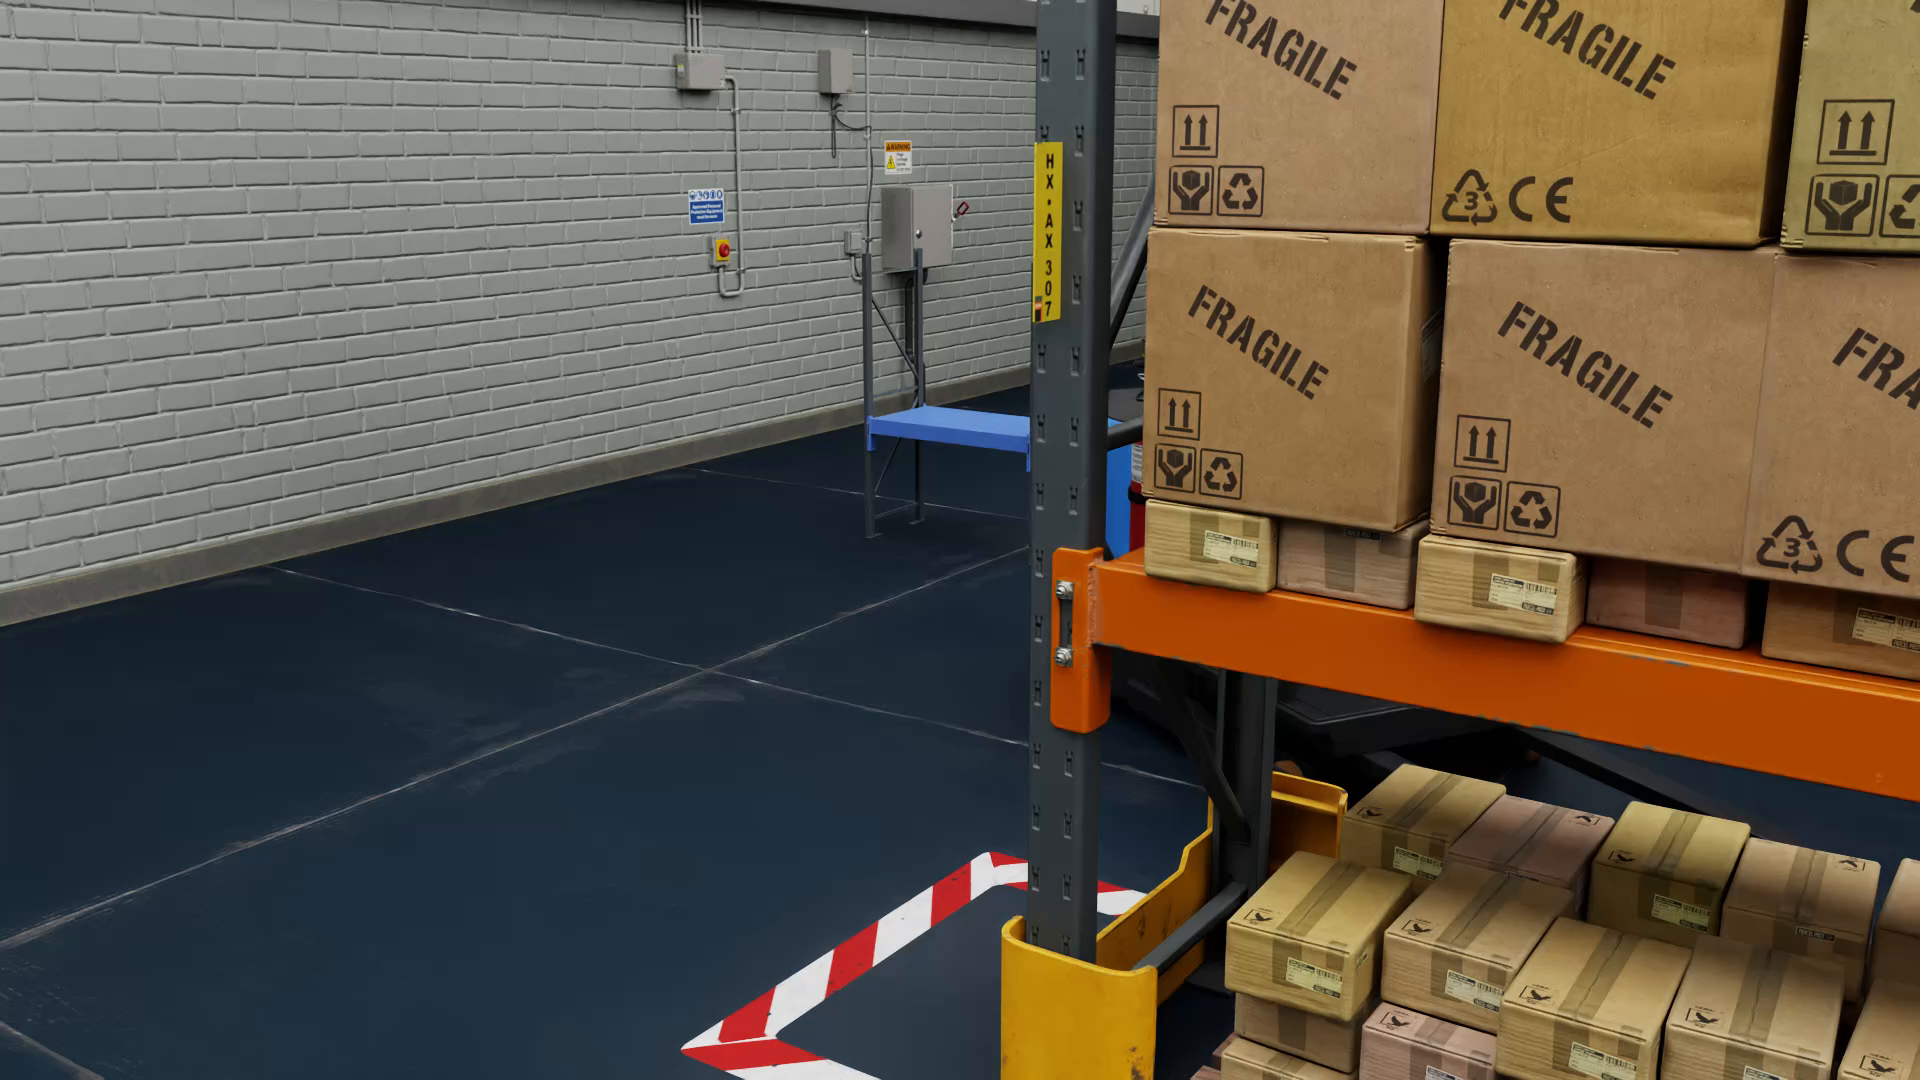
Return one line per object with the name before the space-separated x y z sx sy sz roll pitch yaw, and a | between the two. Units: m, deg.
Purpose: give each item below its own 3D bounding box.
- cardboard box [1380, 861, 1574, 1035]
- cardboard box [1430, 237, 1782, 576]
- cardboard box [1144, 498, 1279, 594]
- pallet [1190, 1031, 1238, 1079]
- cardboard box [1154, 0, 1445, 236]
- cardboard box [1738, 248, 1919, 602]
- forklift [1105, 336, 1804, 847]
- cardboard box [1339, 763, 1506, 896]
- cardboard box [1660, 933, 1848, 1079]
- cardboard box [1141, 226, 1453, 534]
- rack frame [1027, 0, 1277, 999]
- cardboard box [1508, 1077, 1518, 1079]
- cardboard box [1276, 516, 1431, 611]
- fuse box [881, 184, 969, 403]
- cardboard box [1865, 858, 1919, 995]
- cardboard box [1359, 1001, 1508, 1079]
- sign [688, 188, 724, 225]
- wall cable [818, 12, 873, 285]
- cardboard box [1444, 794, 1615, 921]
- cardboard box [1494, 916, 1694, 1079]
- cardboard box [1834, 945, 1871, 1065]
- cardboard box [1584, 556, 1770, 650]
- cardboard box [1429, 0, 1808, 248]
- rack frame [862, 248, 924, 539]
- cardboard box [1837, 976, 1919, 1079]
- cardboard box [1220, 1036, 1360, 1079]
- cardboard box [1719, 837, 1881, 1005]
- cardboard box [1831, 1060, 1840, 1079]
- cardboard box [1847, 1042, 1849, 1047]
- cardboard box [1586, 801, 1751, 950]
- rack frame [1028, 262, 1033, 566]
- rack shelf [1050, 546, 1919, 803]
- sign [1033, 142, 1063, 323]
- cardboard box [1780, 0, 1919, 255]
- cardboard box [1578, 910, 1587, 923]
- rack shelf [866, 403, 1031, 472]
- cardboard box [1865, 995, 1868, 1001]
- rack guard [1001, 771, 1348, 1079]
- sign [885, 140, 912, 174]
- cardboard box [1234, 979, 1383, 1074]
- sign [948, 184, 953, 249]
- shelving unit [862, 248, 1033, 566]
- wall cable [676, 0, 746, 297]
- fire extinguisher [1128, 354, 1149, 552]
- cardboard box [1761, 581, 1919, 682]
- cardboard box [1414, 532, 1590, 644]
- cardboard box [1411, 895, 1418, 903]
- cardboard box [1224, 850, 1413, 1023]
cardboard box | 1.008 0.785 3.229 0.250 0.149 0.380 10 17 34
cardboard box | 1.143 -0.268 2.835 0.500 0.500 0.500 9 17 33
cardboard box | 0.553 -0.026 3.209 0.250 0.149 0.380 9 17 32
pallet | 1.184 1.223 3.444 1.213 0.211 1.003 9 17 33
cardboard box | 0.691 -0.822 2.993 0.500 0.500 0.500 9 17 32
cardboard box | 1.543 -0.200 2.560 0.500 0.500 0.500 9 17 34
forklift | 1.368 -0.671 5.435 1.130 2.935 3.031 -6 15 -24
cardboard box | 1.047 0.655 3.756 0.250 0.149 0.380 9 17 33
cardboard box | 1.397 0.861 2.922 0.250 0.149 0.380 8 16 30
cardboard box | 0.685 -0.334 3.105 0.500 0.500 0.500 10 17 35
rack frame | 0.467 -0.257 3.618 0.127 3.000 1.000 9 17 33
cardboard box | 1.206 0.963 3.129 0.250 0.149 0.380 9 17 34
cardboard box | 0.787 0.000 3.104 0.250 0.149 0.380 10 17 35
fuse box | -0.253 -1.783 12.464 0.414 1.711 0.539 9 17 33
cardboard box | 1.943 0.782 3.244 0.250 0.149 0.380 10 17 35
cardboard box | 0.954 0.948 3.190 0.250 0.149 0.380 9 17 33
sign | -1.624 -2.139 10.658 0.001 0.218 0.327 9 17 33
wall cable | -0.764 -2.786 11.723 0.122 1.984 0.588 9 17 33
cardboard box | 1.224 0.700 3.574 0.250 0.149 0.380 10 17 34
cardboard box | 1.145 0.845 2.989 0.250 0.149 0.380 9 17 33
cardboard box | 1.662 0.919 3.310 0.250 0.149 0.380 9 16 32
cardboard box | 1.272 0.054 2.886 0.250 0.149 0.380 10 17 35
cardboard box | 1.113 -0.756 2.725 0.500 0.500 0.500 10 17 34
rack frame | -0.351 -0.785 8.872 0.032 1.500 0.500 9 17 33
cardboard box | 1.622 0.901 2.764 0.250 0.149 0.380 10 17 35
cardboard box | 0.723 1.057 3.369 0.250 0.149 0.380 10 17 34
cardboard box | 1.689 0.757 3.345 0.250 0.149 0.380 8 16 31
cardboard box | 1.359 1.019 2.903 0.250 0.149 0.380 10 17 35
cardboard box | 1.632 1.036 2.835 0.250 0.149 0.380 8 16 30
cardboard box | 1.510 0.709 3.536 0.250 0.149 0.380 9 16 32
rack frame | 0.493 -0.648 8.321 0.032 1.500 0.500 9 17 33
rack shelf | 2.126 0.361 2.621 4.000 0.370 1.077 9 17 33
sign | 0.164 -0.569 3.077 0.005 0.325 0.100 9 17 33
cardboard box | 1.533 -0.681 2.425 0.500 0.500 0.500 9 16 32
cardboard box | 1.251 0.838 3.634 0.250 0.149 0.380 9 16 32
rack shelf | 0.071 -0.542 8.640 1.000 0.185 0.538 9 17 33
cardboard box | 1.933 0.929 3.268 0.250 0.149 0.380 9 17 34
rack guard | 0.530 0.967 3.878 0.348 0.500 1.175 9 17 33
sign | -0.456 -2.826 12.277 0.001 0.242 0.339 9 17 33
cardboard box | 0.758 0.900 3.384 0.250 0.149 0.380 10 17 35
sign | -0.149 -2.488 12.831 0.001 0.494 0.329 9 17 33
shelving unit | 0.071 -0.717 8.597 1.048 1.500 0.538 9 17 33
wall cable | -1.546 -2.517 10.570 0.123 1.953 0.585 9 17 33
fire extinguisher | 0.515 -0.164 4.181 0.183 0.674 0.296 9 17 33
cardboard box | 1.483 0.095 2.719 0.250 0.149 0.380 9 17 32
cardboard box | 0.980 0.047 2.916 0.250 0.149 0.380 9 16 31
cardboard box | 1.064 0.793 3.819 0.250 0.149 0.380 9 16 31
cardboard box | 0.712 0.772 3.281 0.250 0.149 0.380 8 16 30
